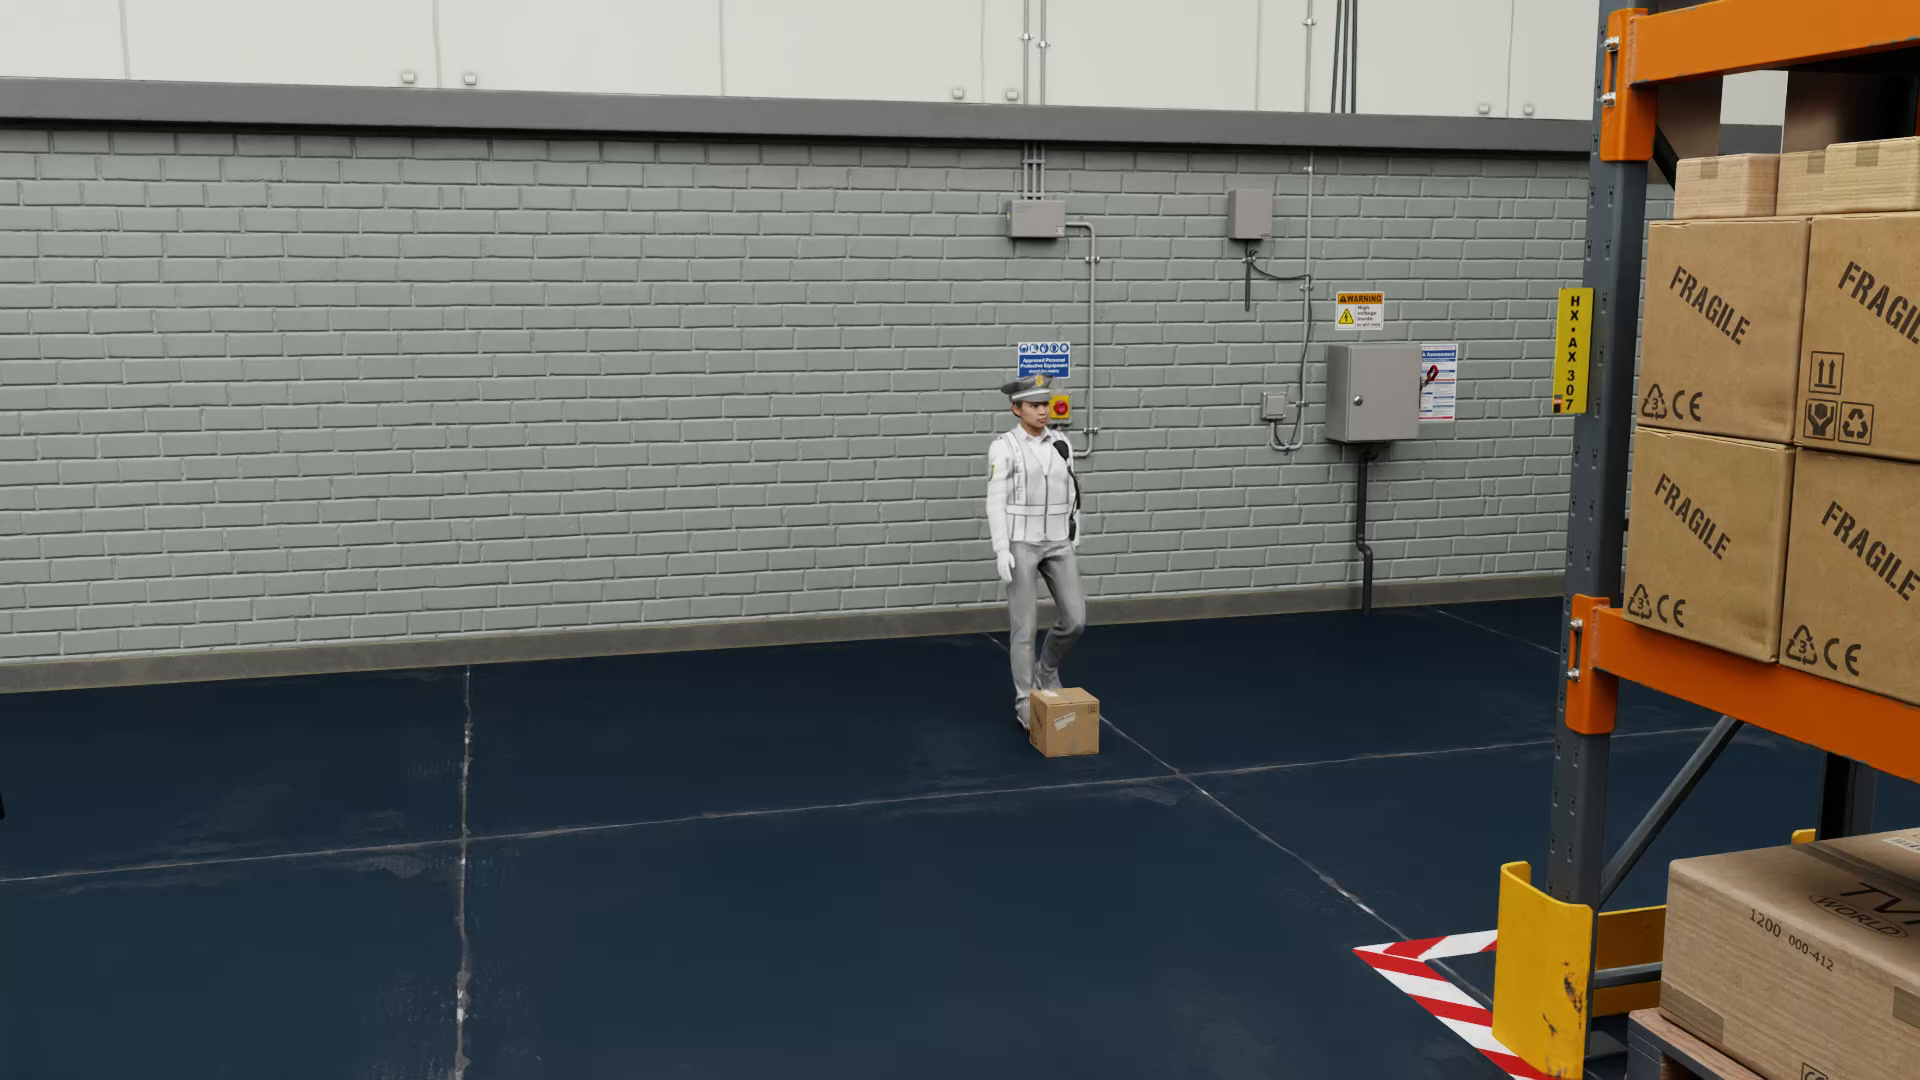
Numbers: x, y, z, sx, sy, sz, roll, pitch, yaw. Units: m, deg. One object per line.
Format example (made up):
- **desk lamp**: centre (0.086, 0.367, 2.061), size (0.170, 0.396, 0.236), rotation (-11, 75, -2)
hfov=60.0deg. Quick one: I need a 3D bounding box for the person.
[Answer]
- **person**: centre (0.374, 0.040, 7.944), size (0.502, 1.672, 0.554), rotation (-4, 10, -21)
